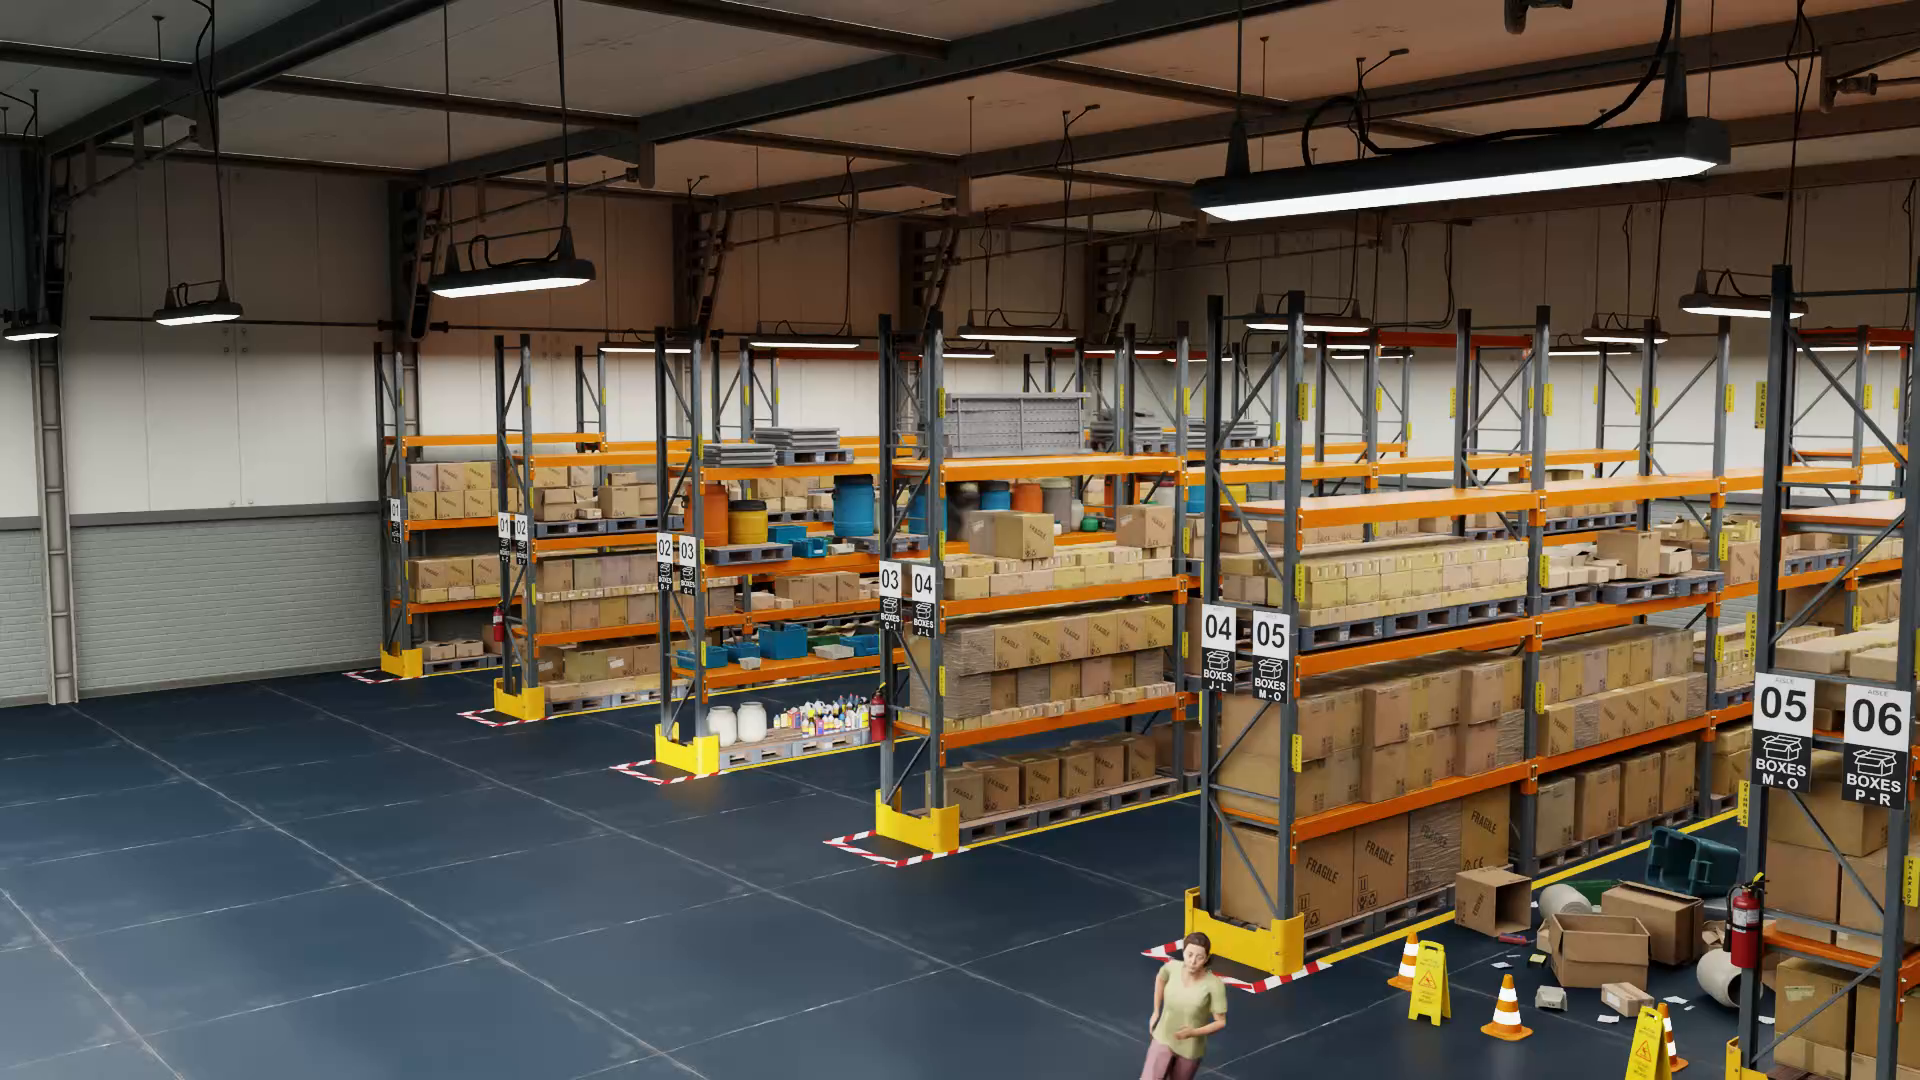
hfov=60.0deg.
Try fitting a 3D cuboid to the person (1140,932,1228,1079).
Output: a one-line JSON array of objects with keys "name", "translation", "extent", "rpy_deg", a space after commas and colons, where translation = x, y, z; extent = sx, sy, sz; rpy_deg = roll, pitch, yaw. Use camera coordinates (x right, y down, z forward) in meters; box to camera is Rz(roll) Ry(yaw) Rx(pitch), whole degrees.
[{"name": "person", "translation": [1.422, 3.337, 10.984], "extent": [0.721, 1.625, 0.747], "rpy_deg": [2, 6, 19]}]
